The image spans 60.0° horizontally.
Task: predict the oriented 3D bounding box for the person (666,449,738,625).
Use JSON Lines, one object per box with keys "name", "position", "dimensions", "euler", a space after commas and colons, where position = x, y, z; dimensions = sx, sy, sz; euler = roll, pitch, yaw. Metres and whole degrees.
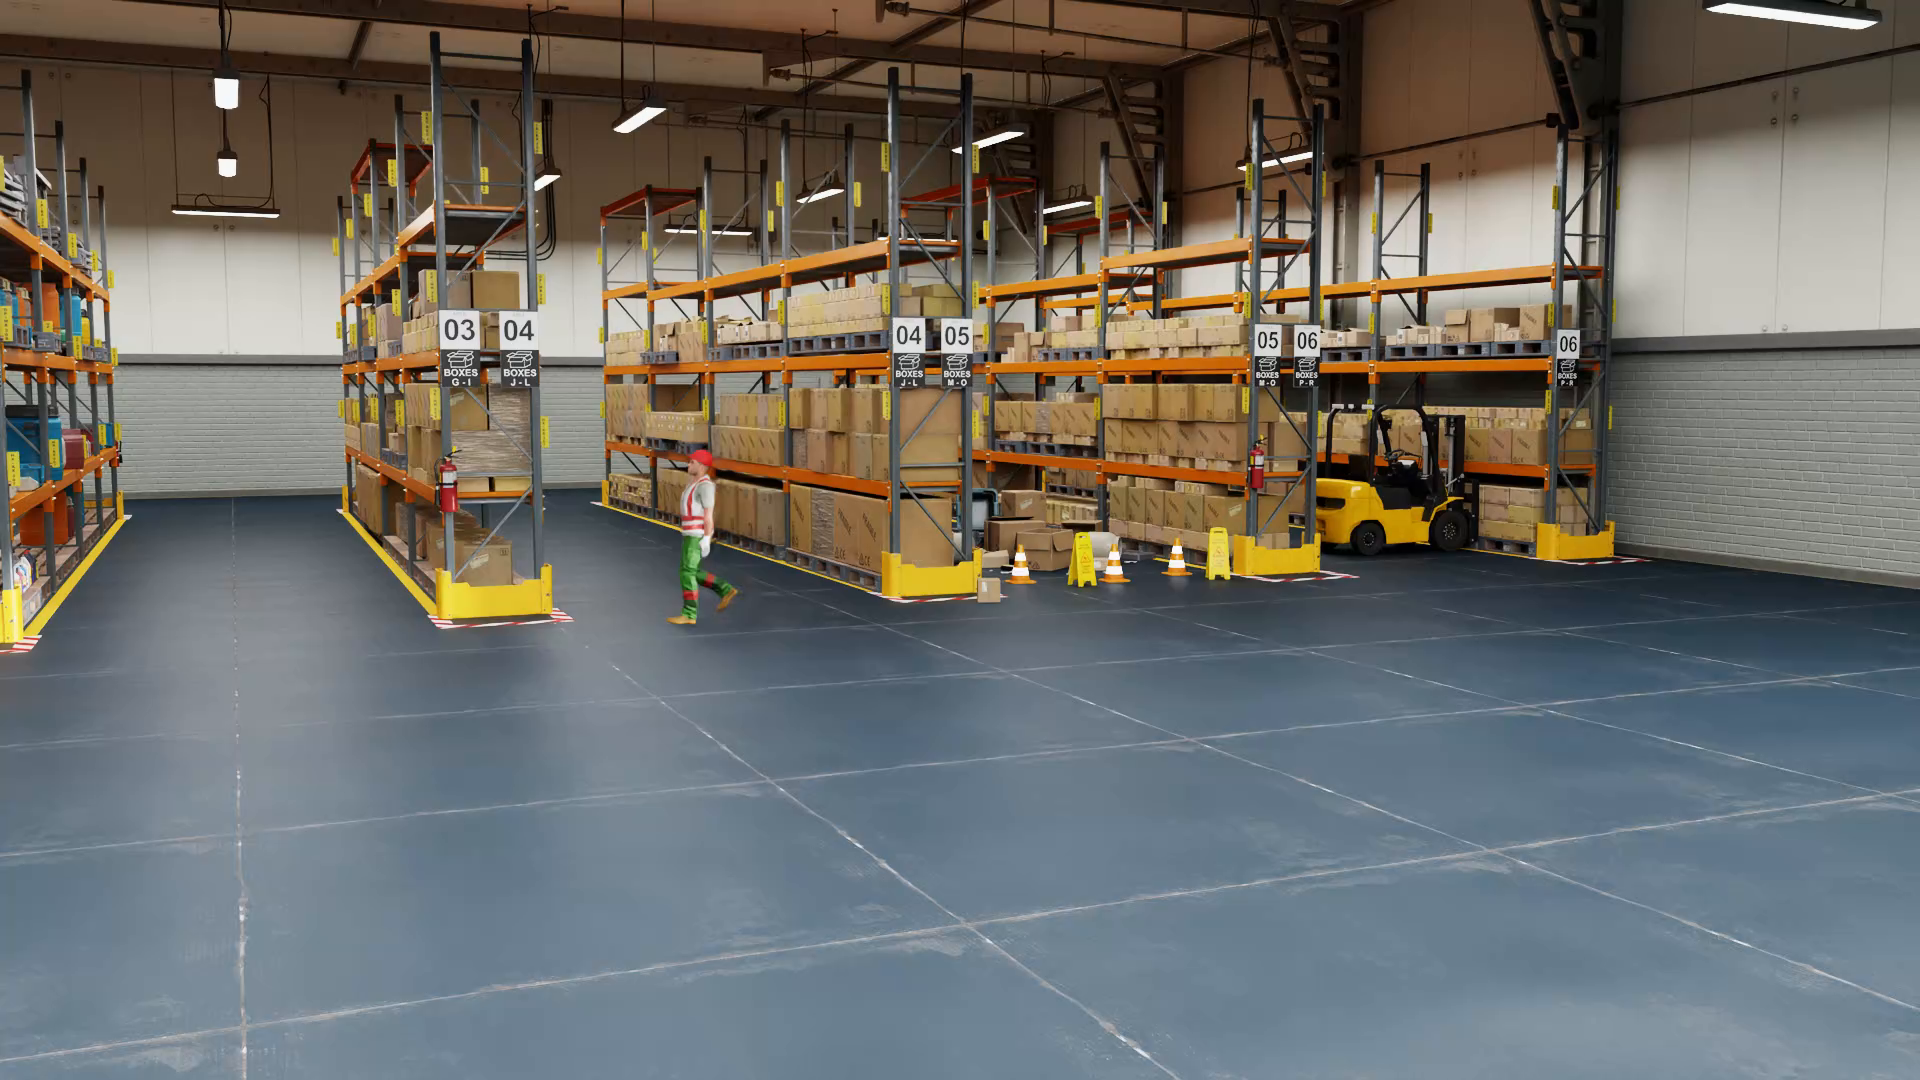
{"name": "person", "position": [-2.622, -0.037, 16.884], "dimensions": [0.772, 1.771, 0.534], "euler": [-2, 6, -21]}
